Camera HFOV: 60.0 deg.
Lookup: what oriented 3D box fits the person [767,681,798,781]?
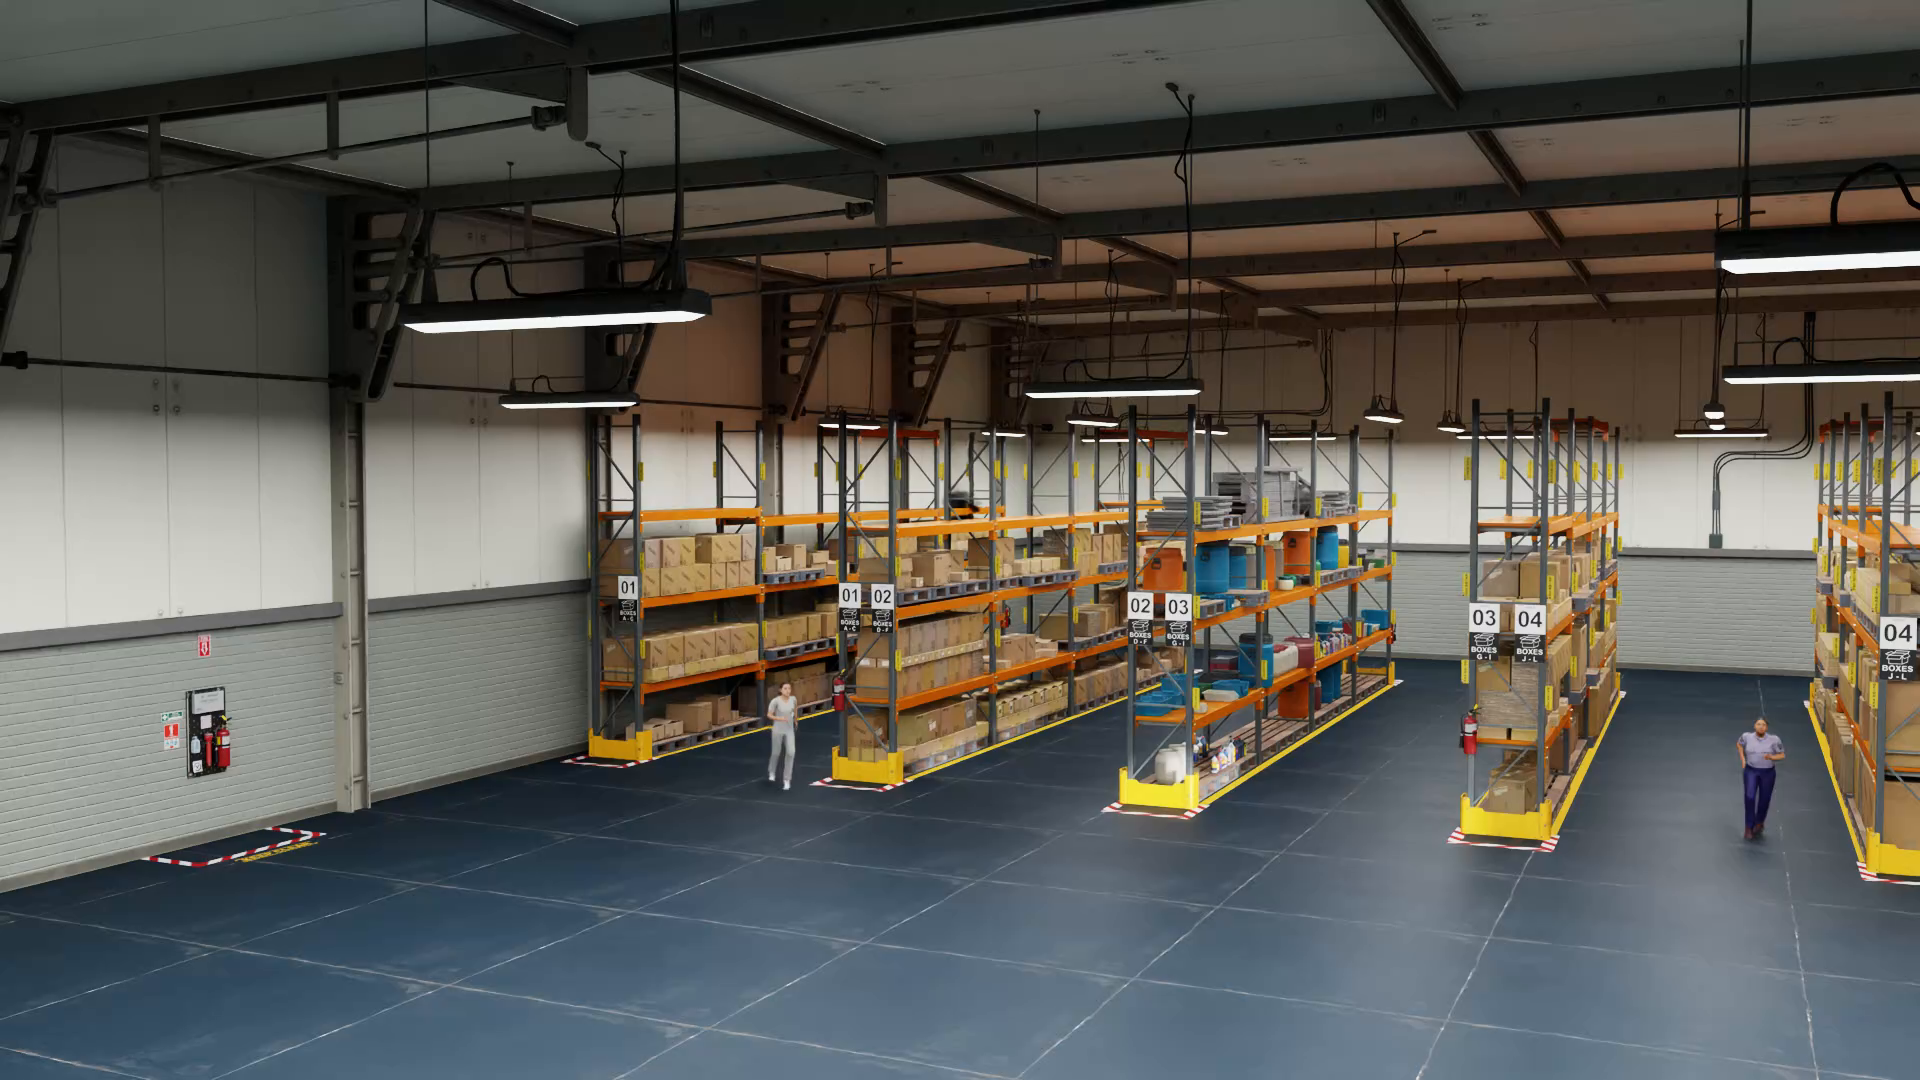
[{"bbox_3d":[-2.828,3.017,26.532,0.561,1.572,0.802,-1,3,-21],"label":"person"}]

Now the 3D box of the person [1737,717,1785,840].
[{"bbox_3d":[10.992,3.261,22.826,0.581,1.694,0.794,1,3,22],"label":"person"}]
